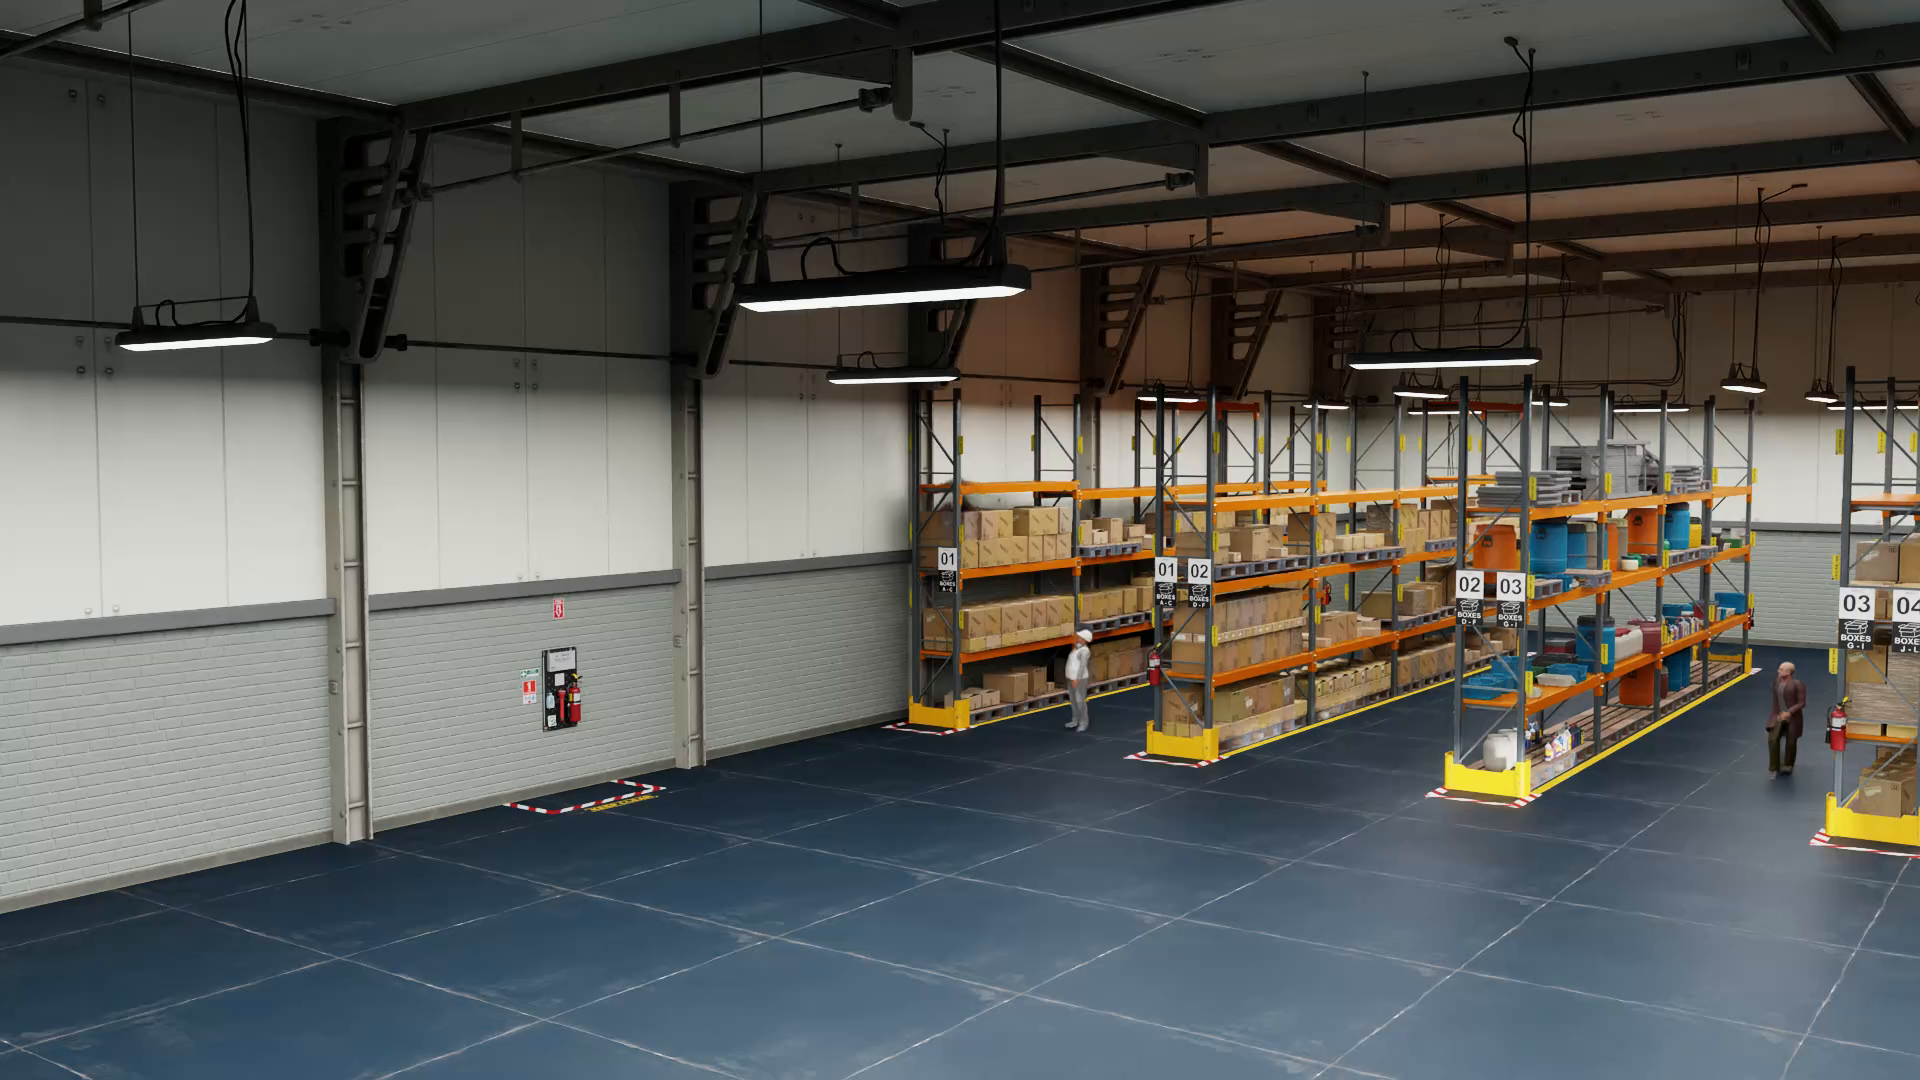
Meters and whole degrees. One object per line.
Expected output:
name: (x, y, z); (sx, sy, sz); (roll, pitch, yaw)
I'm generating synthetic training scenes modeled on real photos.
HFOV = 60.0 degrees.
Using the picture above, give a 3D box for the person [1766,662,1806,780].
person: (12.492, 2.742, 25.106); (0.548, 1.814, 0.936); (2, 4, 37)

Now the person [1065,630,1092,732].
person: (2.084, 2.469, 29.351); (0.458, 1.781, 0.567); (-2, 4, -26)
